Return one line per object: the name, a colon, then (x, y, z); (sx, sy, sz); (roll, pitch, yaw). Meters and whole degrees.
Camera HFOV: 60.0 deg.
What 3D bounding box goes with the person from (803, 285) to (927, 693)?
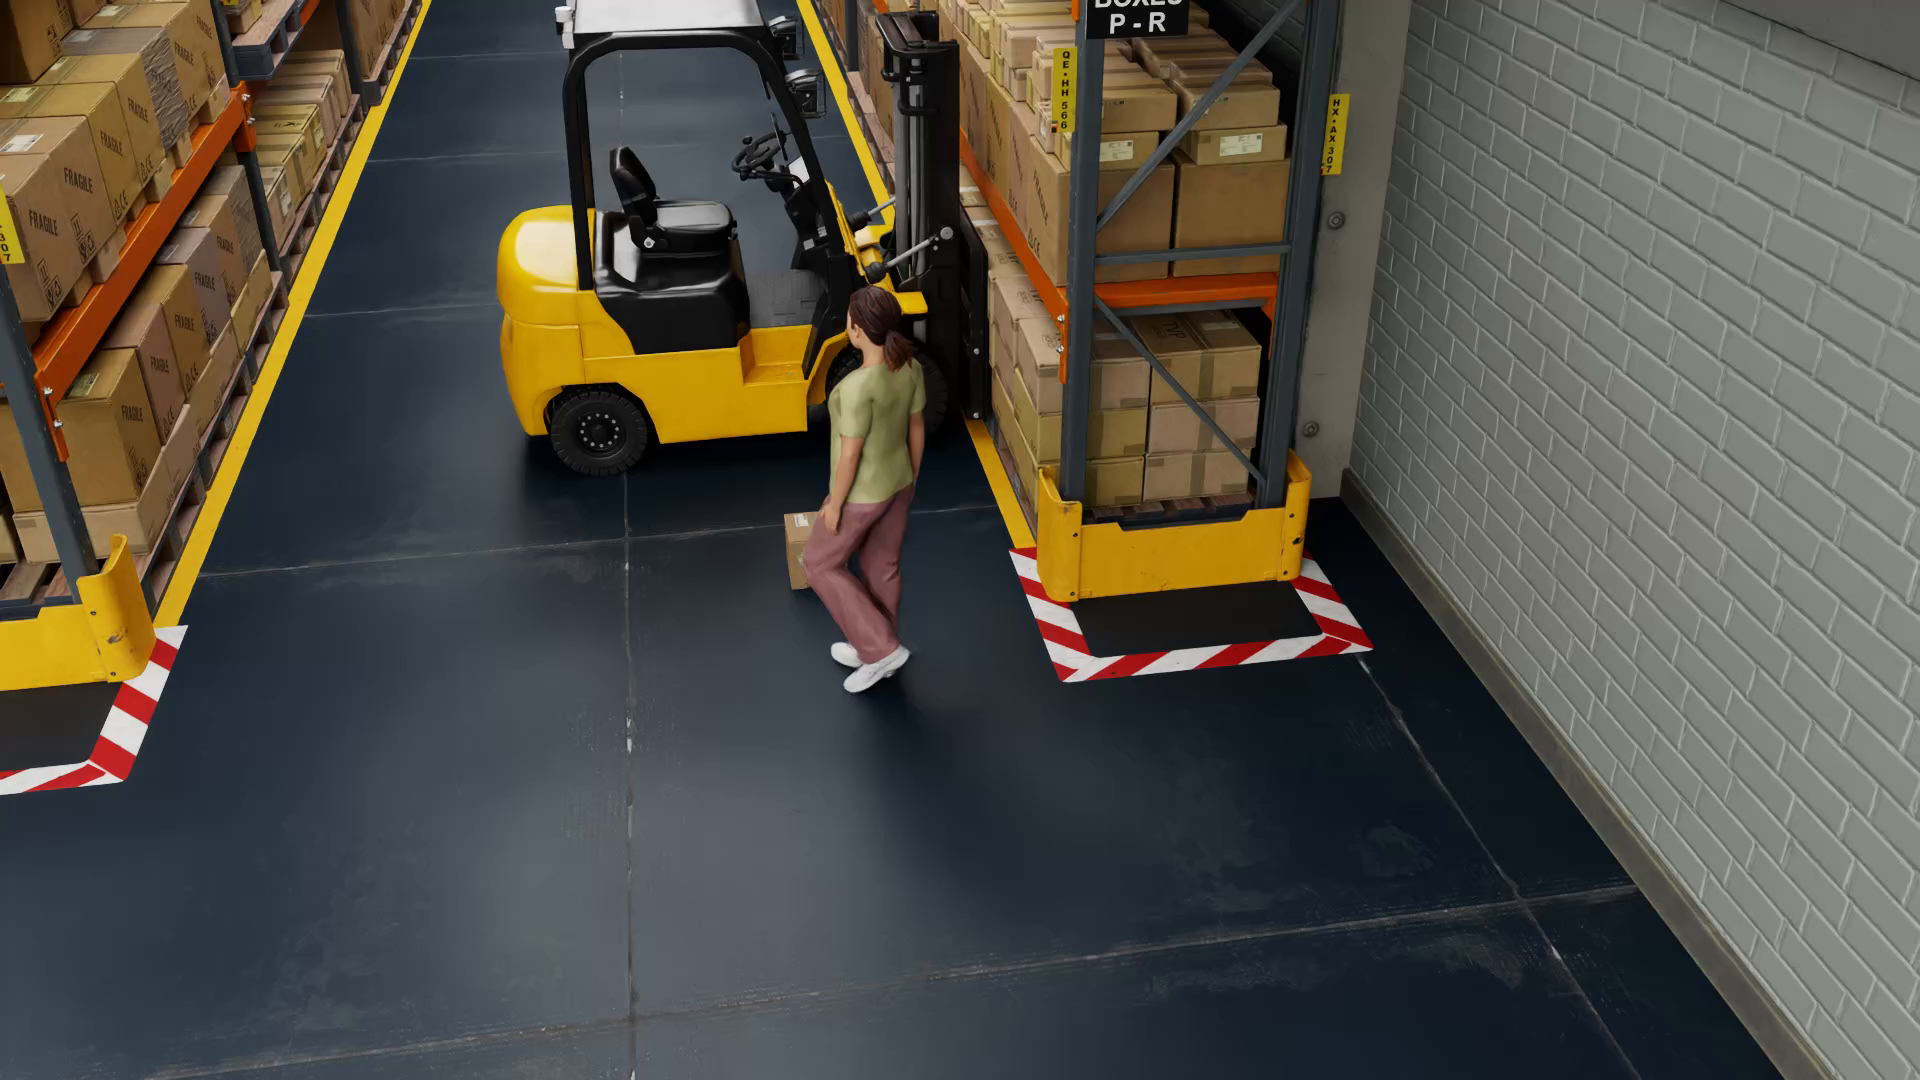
person: (-0.348, -0.188, 6.430); (0.435, 1.672, 0.457); (19, 36, 29)
